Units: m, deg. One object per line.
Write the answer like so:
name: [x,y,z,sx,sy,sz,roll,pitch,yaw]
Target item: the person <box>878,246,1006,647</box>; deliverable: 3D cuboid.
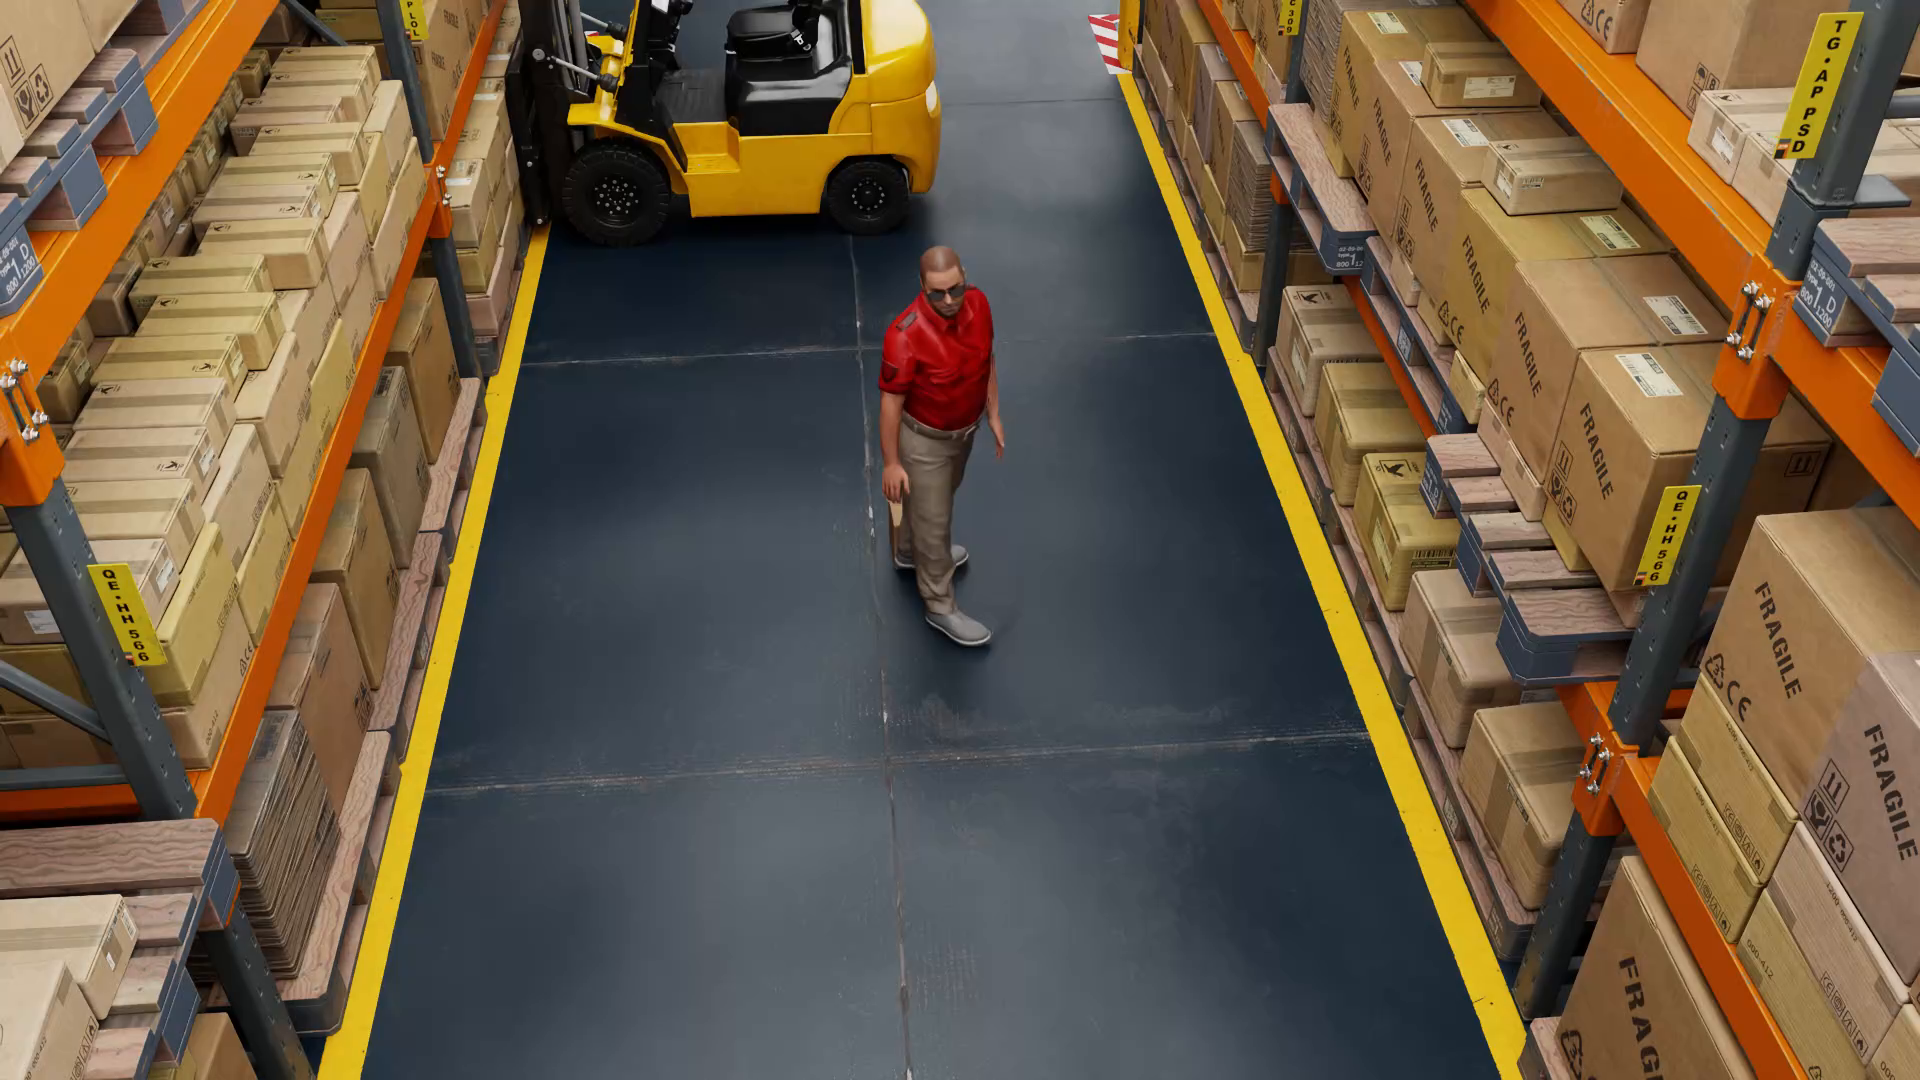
person: [-0.067,-0.371,6.663,0.652,1.626,0.614,23,44,26]
